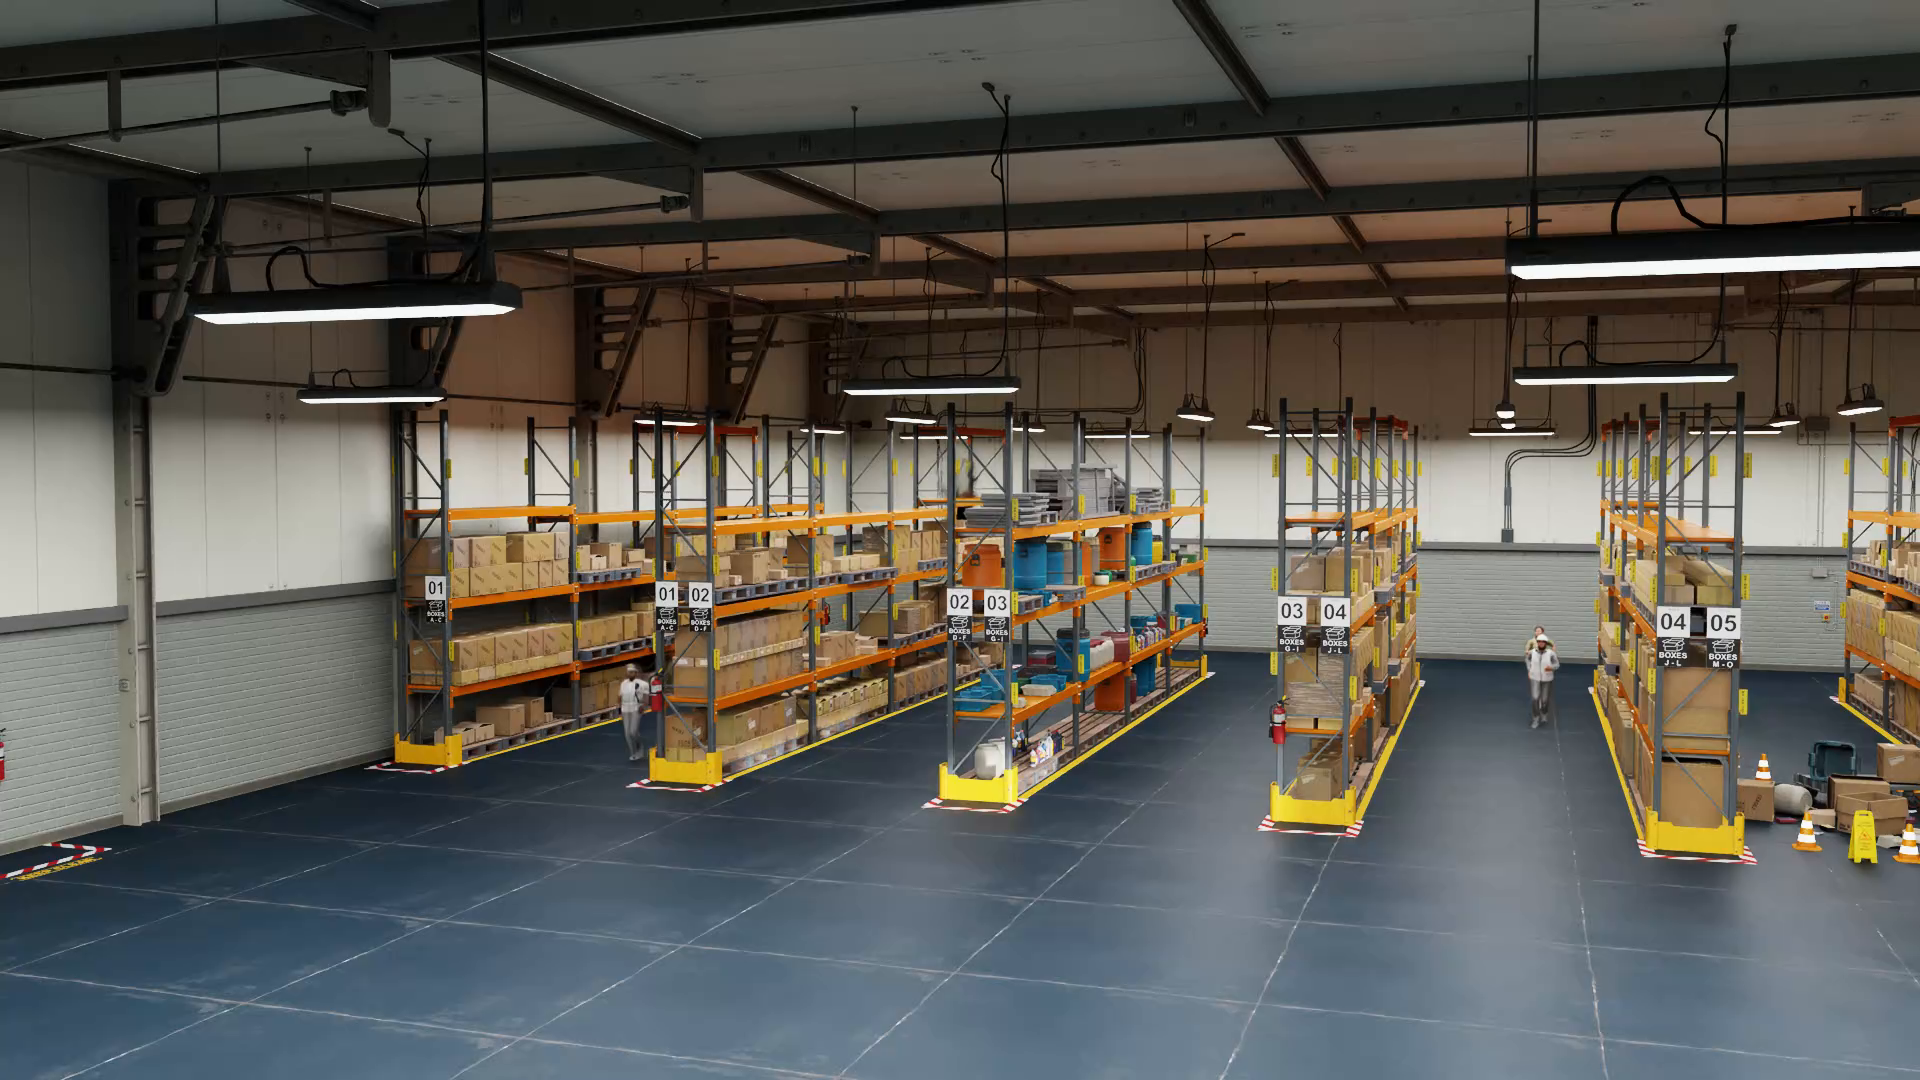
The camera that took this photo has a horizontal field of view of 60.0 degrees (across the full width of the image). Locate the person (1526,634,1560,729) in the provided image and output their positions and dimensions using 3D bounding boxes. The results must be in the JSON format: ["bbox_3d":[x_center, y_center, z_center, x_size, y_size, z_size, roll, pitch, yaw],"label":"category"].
[{"bbox_3d":[11.304,2.738,32.268,0.644,1.823,0.792,1,3,21],"label":"person"}]

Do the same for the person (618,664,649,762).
[{"bbox_3d":[-5.597,2.947,28.347,0.561,1.681,0.599,1,3,14],"label":"person"}]

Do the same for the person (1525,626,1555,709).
[{"bbox_3d":[12.252,2.661,35.136,0.582,1.704,0.939,1,3,23],"label":"person"}]
